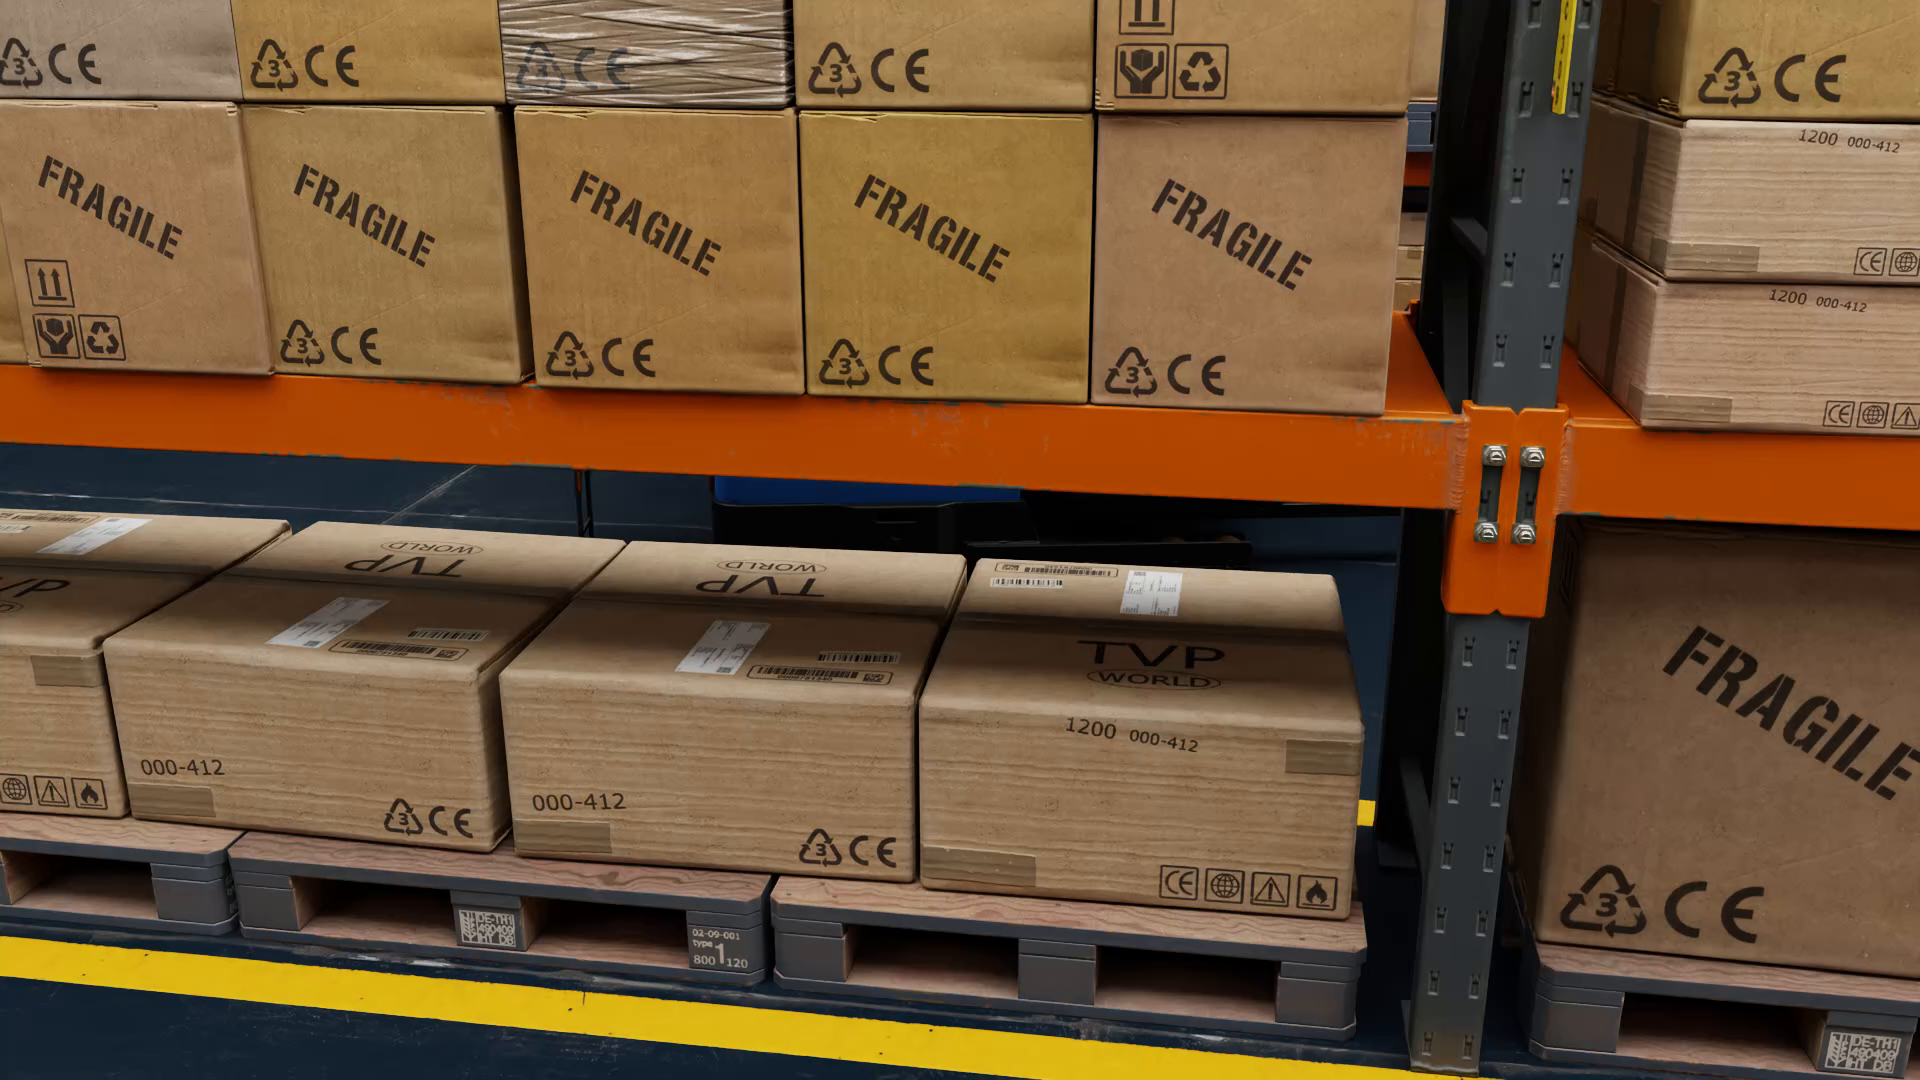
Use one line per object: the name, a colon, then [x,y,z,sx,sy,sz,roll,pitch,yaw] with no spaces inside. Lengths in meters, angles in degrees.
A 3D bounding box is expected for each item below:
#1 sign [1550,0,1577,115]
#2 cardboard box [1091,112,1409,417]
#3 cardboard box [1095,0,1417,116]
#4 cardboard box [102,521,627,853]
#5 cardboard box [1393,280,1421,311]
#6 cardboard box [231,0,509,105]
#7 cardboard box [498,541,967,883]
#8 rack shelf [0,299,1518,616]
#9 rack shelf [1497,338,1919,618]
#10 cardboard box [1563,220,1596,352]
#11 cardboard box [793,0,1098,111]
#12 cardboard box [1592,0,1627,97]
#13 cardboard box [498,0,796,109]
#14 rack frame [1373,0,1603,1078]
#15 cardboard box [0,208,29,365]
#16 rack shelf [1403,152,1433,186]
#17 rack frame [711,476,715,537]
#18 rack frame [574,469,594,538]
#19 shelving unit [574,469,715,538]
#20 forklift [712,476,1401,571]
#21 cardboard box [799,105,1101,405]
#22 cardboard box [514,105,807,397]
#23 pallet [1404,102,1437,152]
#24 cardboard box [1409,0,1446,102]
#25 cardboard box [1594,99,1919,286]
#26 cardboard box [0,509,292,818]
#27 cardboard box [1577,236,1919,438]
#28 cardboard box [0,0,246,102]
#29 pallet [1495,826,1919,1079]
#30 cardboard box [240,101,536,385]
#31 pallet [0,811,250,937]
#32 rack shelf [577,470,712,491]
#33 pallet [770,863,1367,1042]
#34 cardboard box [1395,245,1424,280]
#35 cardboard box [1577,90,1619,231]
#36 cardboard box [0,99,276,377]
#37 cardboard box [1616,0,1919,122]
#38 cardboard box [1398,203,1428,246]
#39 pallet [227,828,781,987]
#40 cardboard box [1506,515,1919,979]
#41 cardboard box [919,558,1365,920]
sign: [0.928,-0.819,2.535,0.005,0.325,0.100,3,19,9]
cardboard box: [0.516,-0.536,3.019,0.500,0.500,0.500,3,19,9]
cardboard box: [0.505,-1.004,2.842,0.500,0.500,0.500,3,19,8]
cardboard box: [-1.362,0.315,4.011,0.875,0.438,0.875,3,19,10]
cardboard box: [2.240,-1.019,7.899,0.500,0.500,0.500,4,19,11]
cardboard box: [-0.992,-1.082,3.077,0.500,0.500,0.500,3,19,9]
cardboard box: [-0.472,0.361,3.873,0.875,0.438,0.875,2,19,7]
rack shelf: [-0.960,-0.304,3.619,4.000,0.370,1.077,3,19,9]
rack shelf: [2.989,-0.103,3.018,4.000,0.370,1.077,3,19,9]
cardboard box: [1.498,-0.530,3.397,0.500,0.250,0.500,2,19,7]
cardboard box: [0.005,-1.032,2.926,0.500,0.500,0.500,3,19,8]
cardboard box: [1.496,-1.123,3.198,0.500,0.500,0.500,4,19,10]
cardboard box: [-0.499,-1.055,2.994,0.500,0.500,0.500,3,19,9]
rack frame: [1.015,-0.545,3.204,0.127,3.000,1.000,3,19,9]
cardboard box: [-2.002,-0.663,3.399,0.500,0.500,0.500,3,19,8]
rack shelf: [3.773,-1.658,7.666,4.000,0.370,1.077,3,19,9]
rack frame: [-0.903,-0.546,6.045,0.015,1.200,0.240,-1,19,-3]
rack frame: [-1.391,-0.537,6.018,0.015,1.200,0.240,-1,19,-3]
shelving unit: [-1.147,-0.542,6.032,0.503,1.200,0.258,-1,19,-3]
forklift: [0.629,-1.401,5.872,3.031,2.935,1.130,-1,19,-3]
cardboard box: [0.007,-0.560,3.091,0.500,0.500,0.500,2,19,7]
cardboard box: [-0.491,-0.581,3.153,0.500,0.500,0.500,3,19,8]
pallet: [2.570,-1.935,7.661,1.213,0.211,1.003,3,19,9]
cardboard box: [2.241,-2.252,7.488,0.500,0.500,0.700,3,19,10]
cardboard box: [1.404,-0.600,2.819,0.500,0.250,0.500,2,19,7]
cardboard box: [-2.267,0.272,4.140,0.875,0.438,0.875,2,19,7]
cardboard box: [1.407,-0.369,2.915,0.500,0.250,0.500,2,19,7]
cardboard box: [-1.485,-1.107,3.151,0.500,0.500,0.500,3,19,8]
pallet: [1.789,0.793,3.601,1.213,0.211,1.003,3,19,9]
cardboard box: [-1.006,-0.612,3.246,0.500,0.500,0.500,4,19,10]
pallet: [-2.133,0.592,4.202,1.213,0.211,1.003,3,19,9]
rack shelf: [-1.147,-0.290,6.116,0.480,0.148,0.258,-1,19,-3]
pallet: [0.276,0.715,3.835,1.213,0.211,1.003,3,19,9]
cardboard box: [2.110,-1.320,7.777,0.250,0.149,0.380,4,19,11]
cardboard box: [1.489,-0.765,3.310,0.500,0.250,0.500,3,19,9]
cardboard box: [-1.503,-0.632,3.306,0.500,0.500,0.500,3,19,8]
cardboard box: [1.404,-0.954,2.695,0.500,0.500,0.500,3,19,9]
cardboard box: [2.120,-1.480,7.786,0.250,0.149,0.380,3,19,8]
pallet: [-0.932,0.654,4.016,1.213,0.211,1.003,3,19,9]
cardboard box: [1.640,0.270,3.457,0.875,0.875,0.875,4,19,10]
cardboard box: [0.412,0.406,3.739,0.875,0.438,0.875,3,19,8]
